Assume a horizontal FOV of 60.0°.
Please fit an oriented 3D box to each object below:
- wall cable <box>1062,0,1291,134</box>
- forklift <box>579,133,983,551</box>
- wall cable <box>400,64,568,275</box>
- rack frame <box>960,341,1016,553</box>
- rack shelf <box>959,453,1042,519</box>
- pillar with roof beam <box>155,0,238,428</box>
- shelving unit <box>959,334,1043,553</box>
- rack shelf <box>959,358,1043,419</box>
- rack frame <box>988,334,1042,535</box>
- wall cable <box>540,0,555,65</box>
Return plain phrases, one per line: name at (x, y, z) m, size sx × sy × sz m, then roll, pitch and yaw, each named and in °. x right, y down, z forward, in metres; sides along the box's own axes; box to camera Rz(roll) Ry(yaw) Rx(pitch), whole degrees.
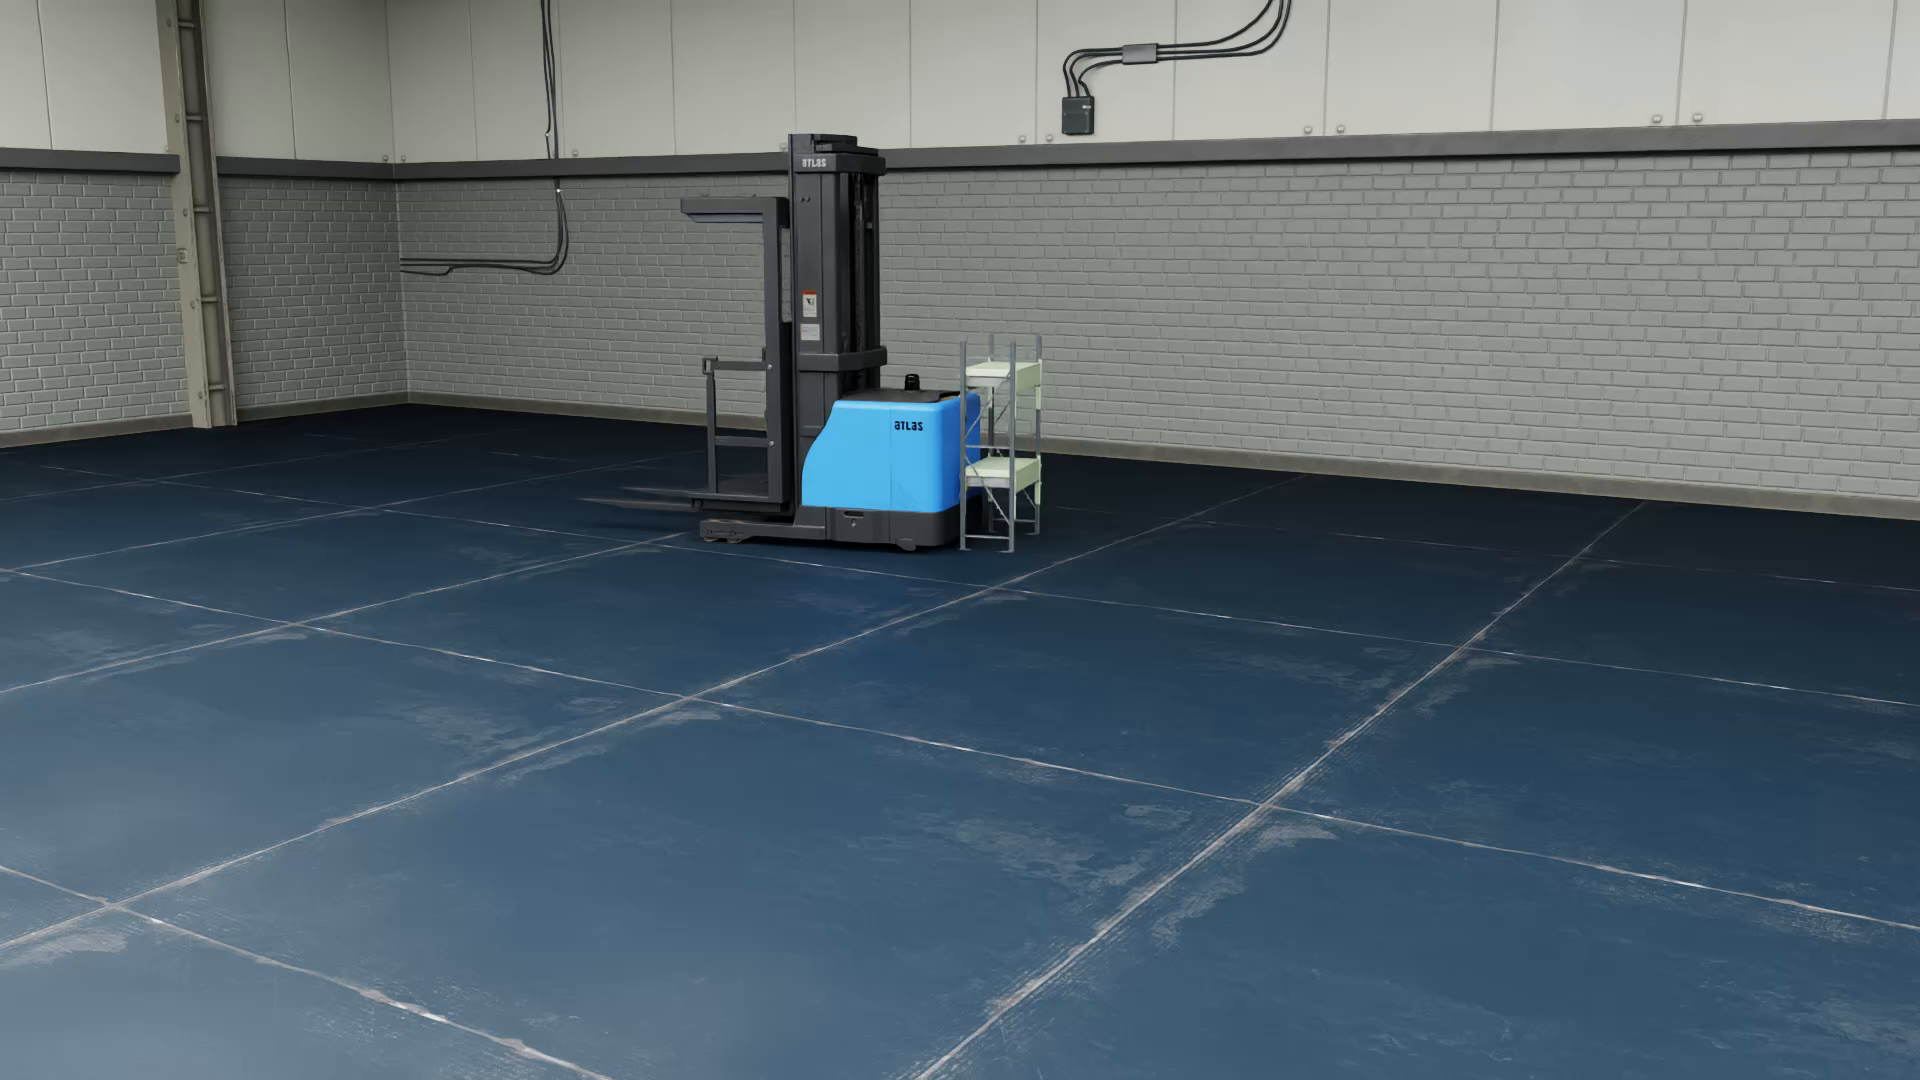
wall cable at (2.009, -6.864, 15.337) m, size 2.305 × 6.003 × 0.169 m, roll 6°, pitch 12°, yaw 31°
forklift at (-1.403, -1.502, 12.428) m, size 3.031 × 2.935 × 1.130 m, roll 4°, pitch 11°, yaw 19°
wall cable at (-6.096, -4.576, 20.794) m, size 3.097 × 2.526 × 0.112 m, roll 6°, pitch 12°, yaw 31°
rack frame at (0.195, -0.657, 11.804) m, size 0.400 × 1.500 × 0.023 m, roll 3°, pitch 11°, yaw 17°
rack shelf at (0.303, -0.401, 12.208) m, size 0.431 × 0.370 × 0.720 m, roll 3°, pitch 11°, yaw 17°
pillar with roof beam at (-5.077, -5.354, 16.511) m, size 9.100 × 9.000 × 0.400 m, roll 6°, pitch 12°, yaw 31°
shelving unit at (0.303, -0.722, 12.148) m, size 0.431 × 1.500 × 0.755 m, roll 3°, pitch 11°, yaw 17°
rack shelf at (0.303, -1.105, 12.076) m, size 0.431 × 0.370 × 0.720 m, roll 3°, pitch 11°, yaw 17°
rack frame at (0.410, -0.786, 12.491) m, size 0.400 × 1.500 × 0.023 m, roll 3°, pitch 11°, yaw 17°
wall cable at (-3.784, -6.800, 18.949) m, size 3.097 × 2.526 × 0.112 m, roll 6°, pitch 12°, yaw 31°
